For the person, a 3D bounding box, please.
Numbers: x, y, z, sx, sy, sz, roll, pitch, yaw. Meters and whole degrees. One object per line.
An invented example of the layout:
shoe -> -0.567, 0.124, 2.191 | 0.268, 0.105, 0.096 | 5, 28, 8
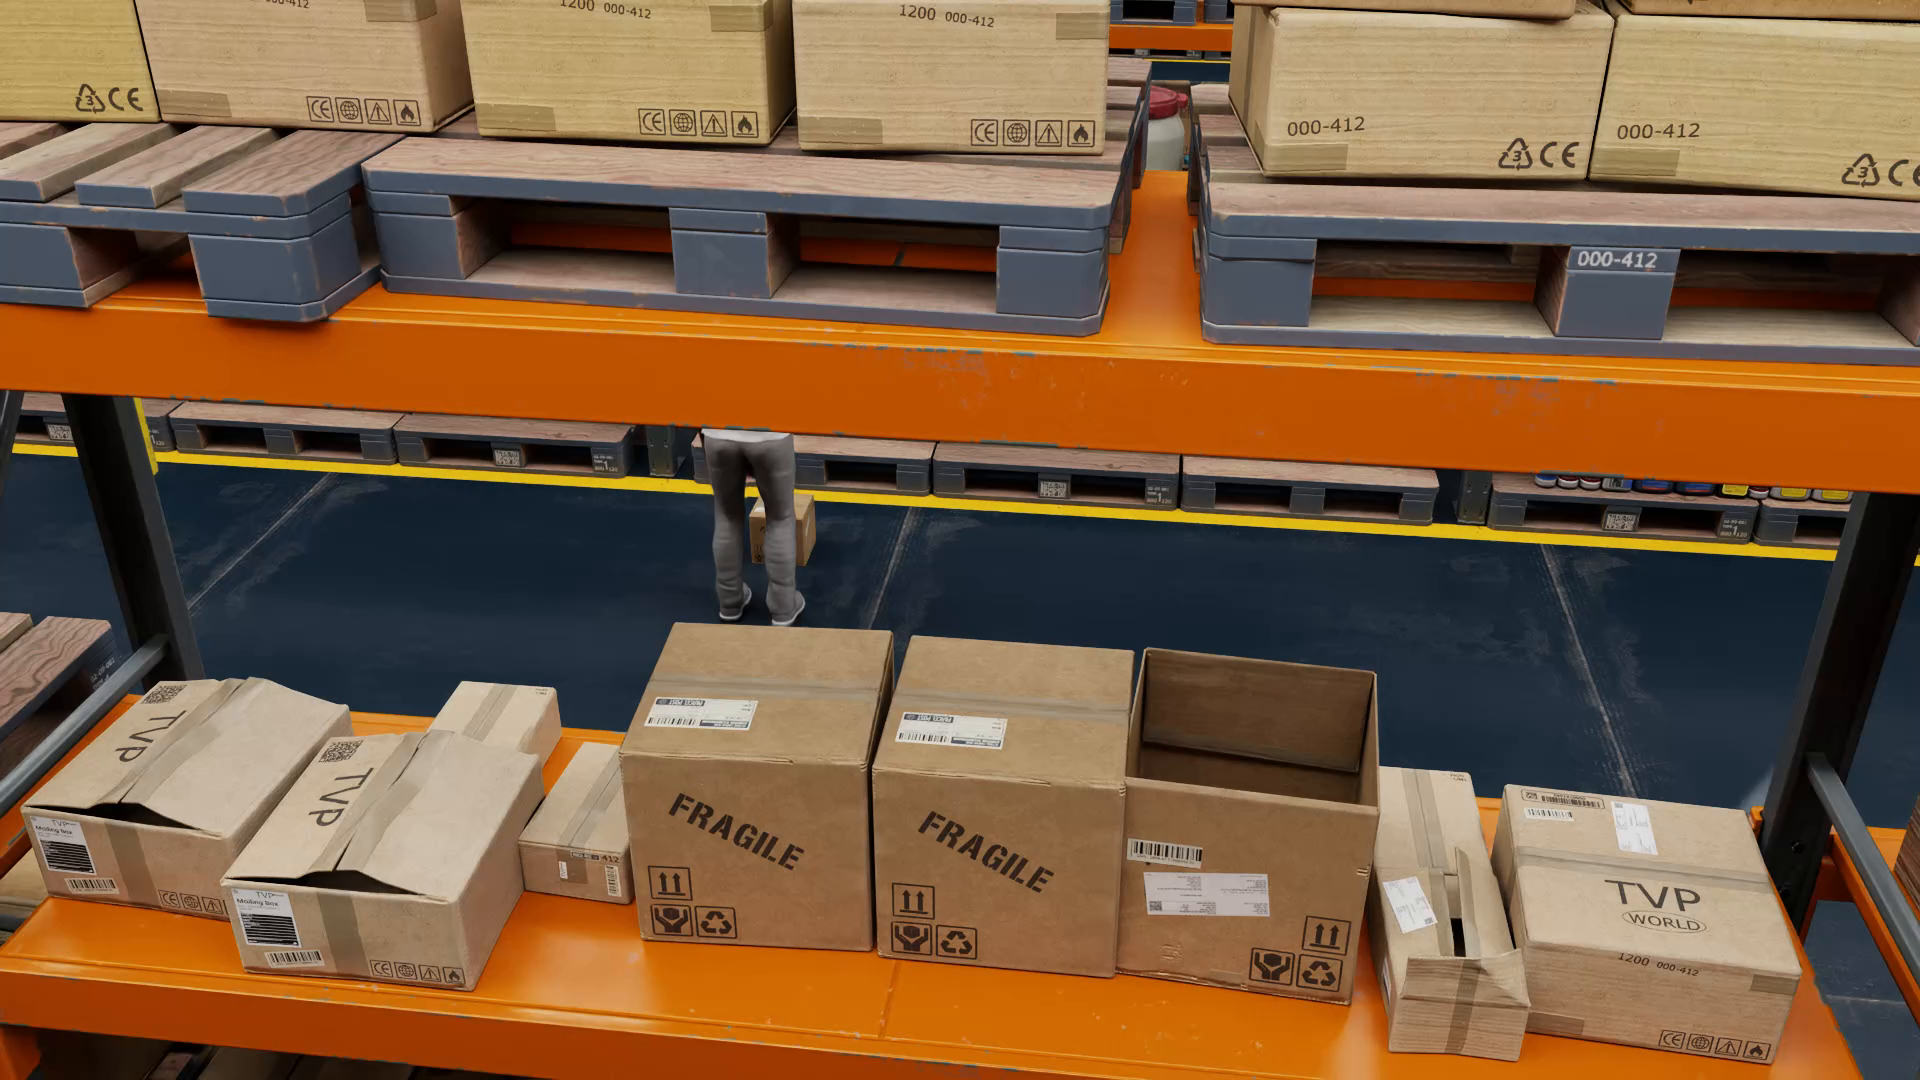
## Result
person -> -0.892, -0.419, 6.901 | 0.438, 1.665, 0.342 | 4, 29, 7
